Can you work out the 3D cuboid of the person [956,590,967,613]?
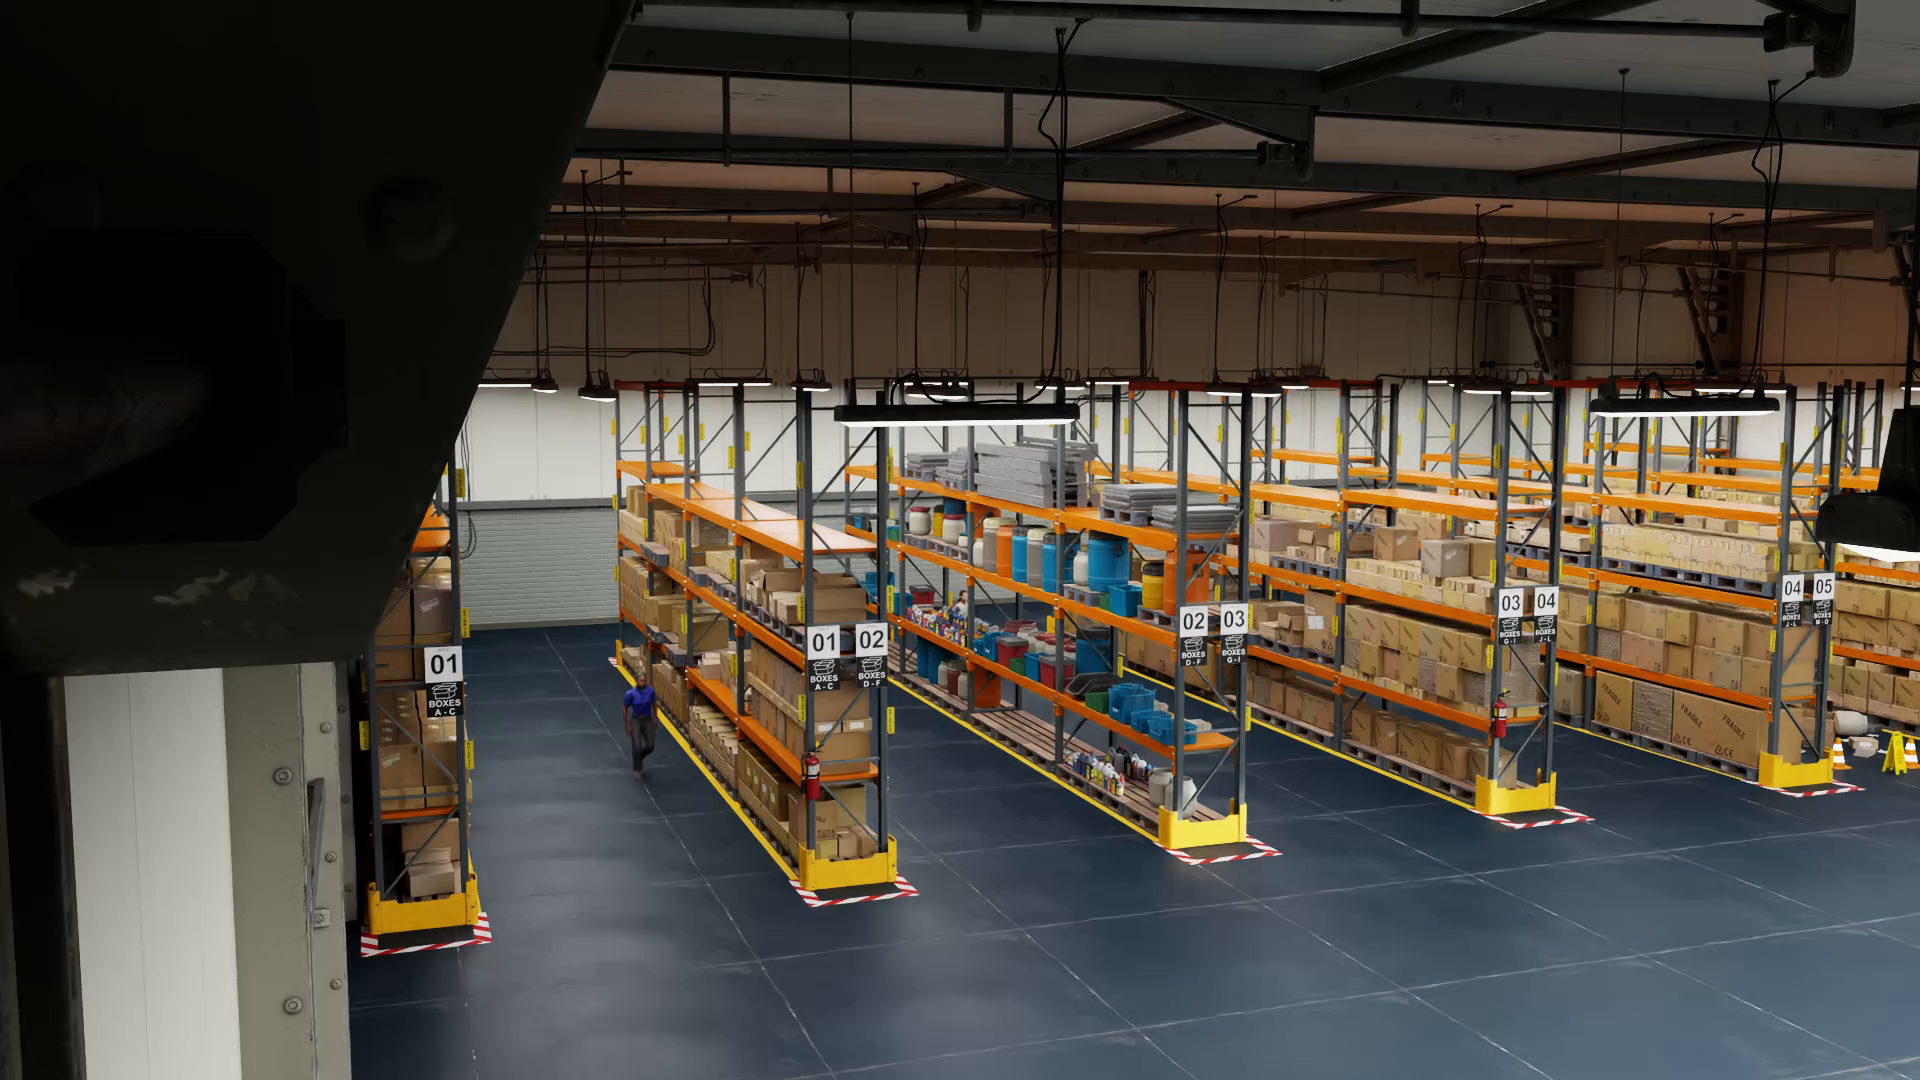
[{"bbox_3d":[0.134,1.531,34.643,0.468,0.975,0.447,6,8,43],"label":"person"}]
